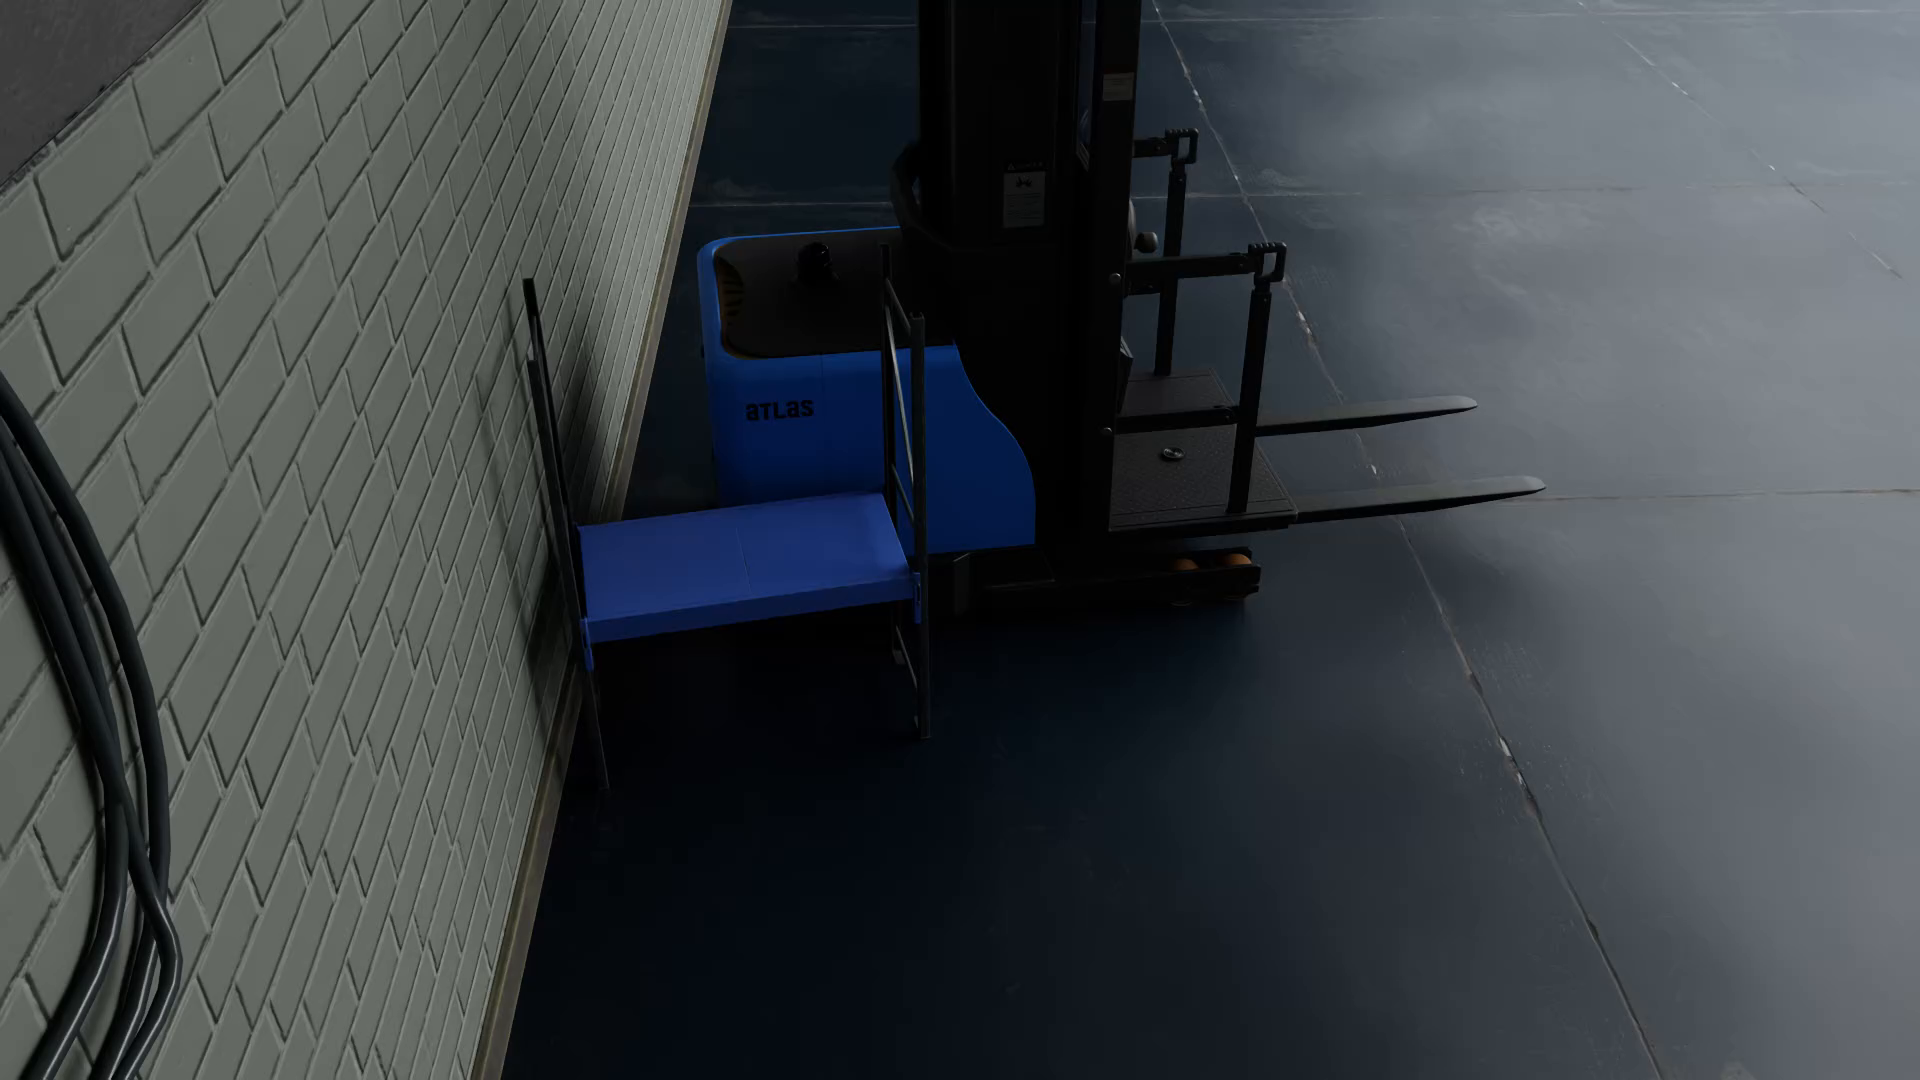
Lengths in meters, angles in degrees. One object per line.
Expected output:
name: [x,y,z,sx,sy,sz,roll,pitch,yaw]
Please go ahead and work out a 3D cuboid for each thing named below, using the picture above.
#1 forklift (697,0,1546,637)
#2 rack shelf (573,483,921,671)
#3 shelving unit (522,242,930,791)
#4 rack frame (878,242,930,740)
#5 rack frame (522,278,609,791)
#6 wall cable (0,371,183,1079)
forklift: [0.619,-1.263,5.500,3.031,2.935,1.130,-5,35,-8]
rack shelf: [-0.663,0.099,5.105,1.000,0.185,0.538,-8,35,-11]
shelving unit: [-0.663,-0.049,5.002,1.048,1.500,0.538,-8,35,-11]
rack frame: [-0.169,-0.116,5.099,0.032,1.500,0.500,-8,35,-11]
rack frame: [-1.158,0.018,4.906,0.032,1.500,0.500,-8,35,-11]
wall cable: [-1.035,0.353,0.561,0.112,2.526,3.097,-2,35,-2]
